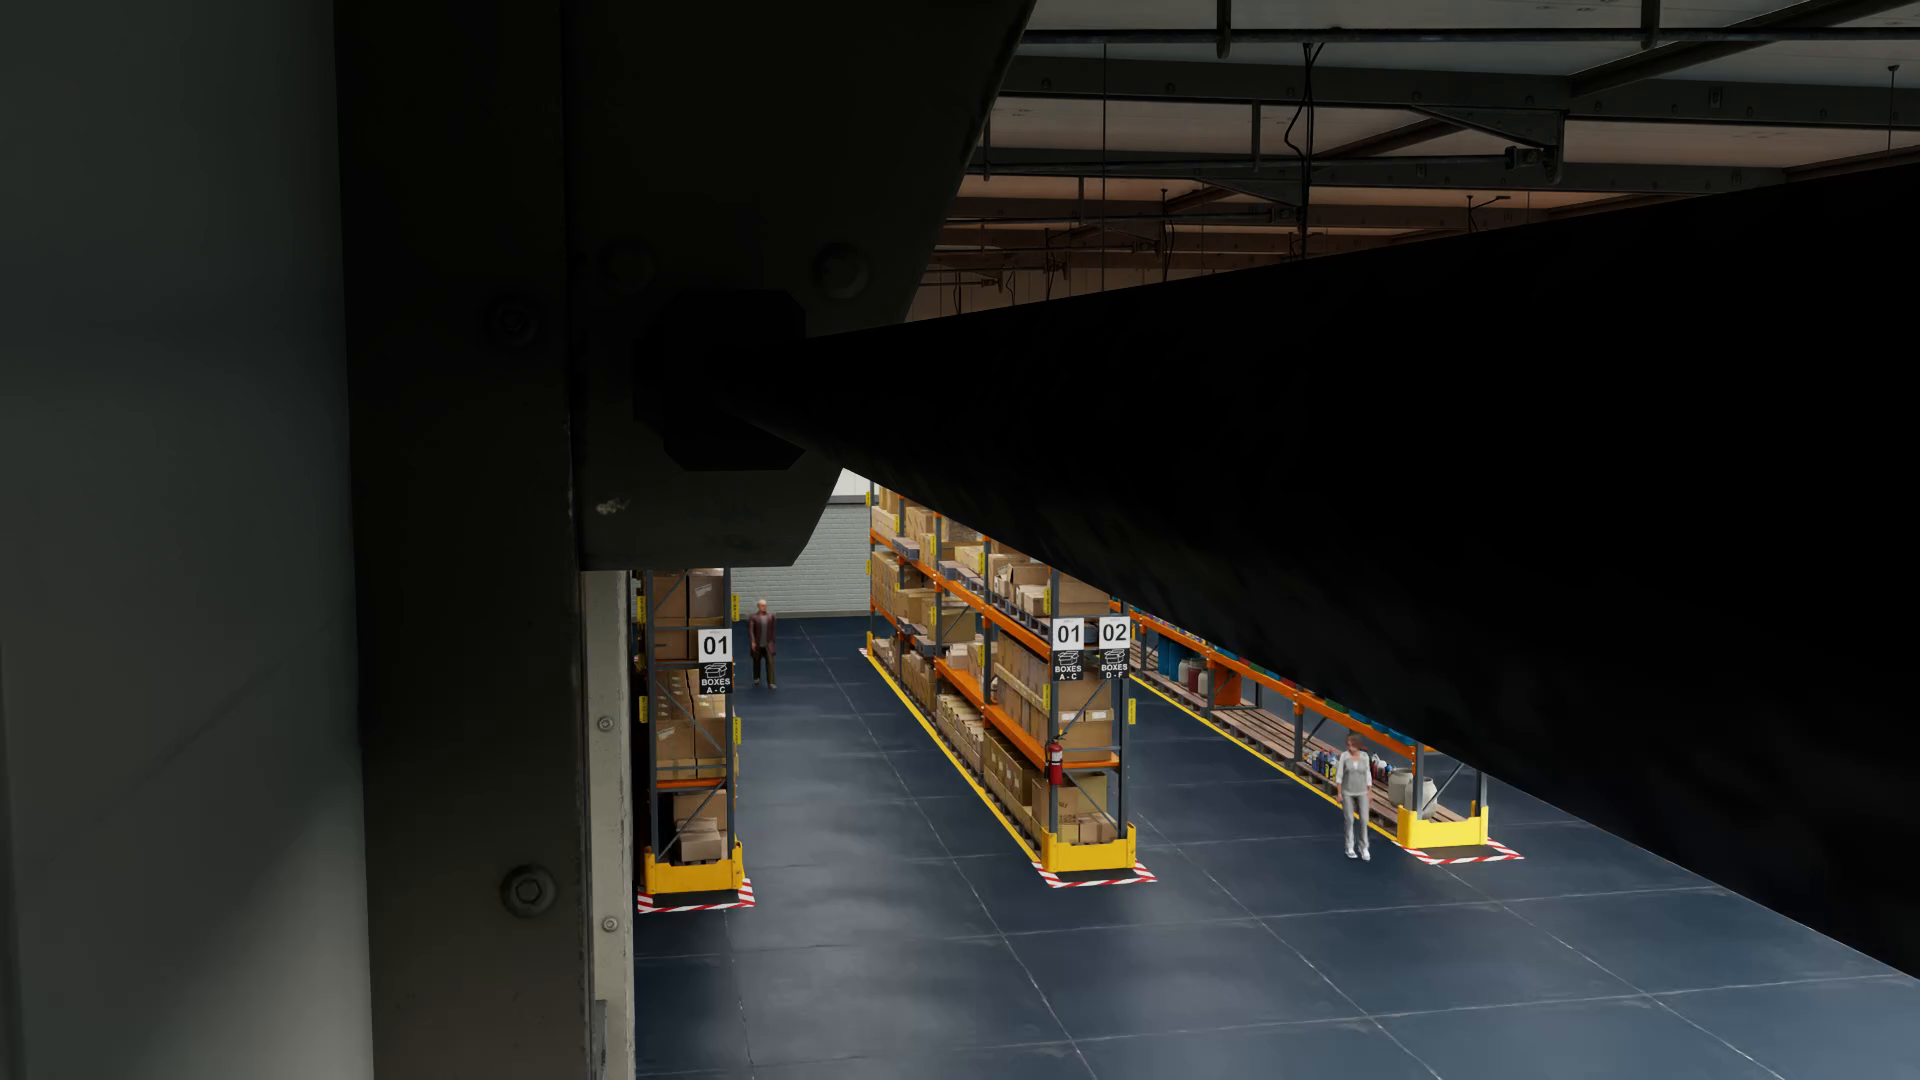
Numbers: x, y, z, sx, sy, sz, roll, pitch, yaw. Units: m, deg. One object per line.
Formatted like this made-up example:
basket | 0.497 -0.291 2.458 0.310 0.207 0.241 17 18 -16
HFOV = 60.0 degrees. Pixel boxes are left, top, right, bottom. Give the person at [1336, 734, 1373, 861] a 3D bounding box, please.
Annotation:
person | 5.080 3.320 21.404 0.468 1.652 0.378 1 6 8

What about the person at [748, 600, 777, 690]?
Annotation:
person | -3.879 2.040 32.610 0.578 1.714 1.128 -2 6 -16
